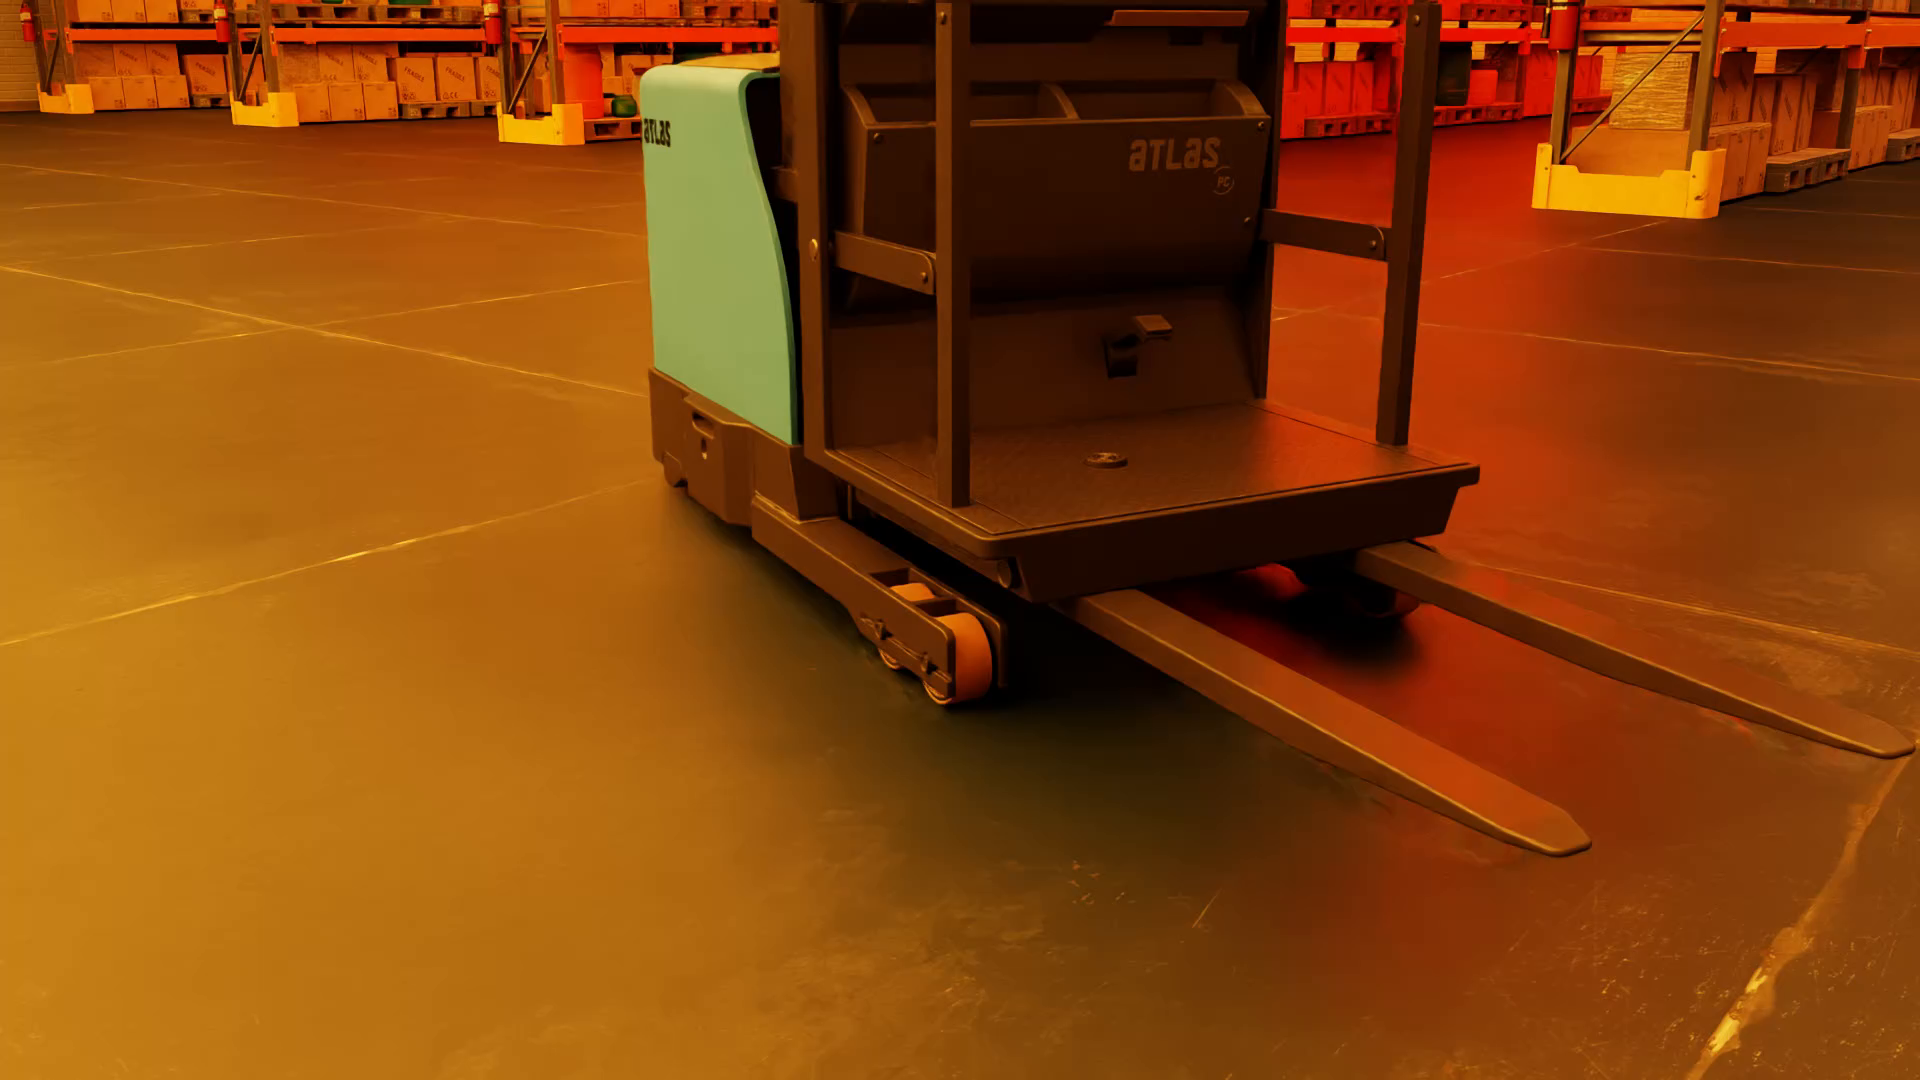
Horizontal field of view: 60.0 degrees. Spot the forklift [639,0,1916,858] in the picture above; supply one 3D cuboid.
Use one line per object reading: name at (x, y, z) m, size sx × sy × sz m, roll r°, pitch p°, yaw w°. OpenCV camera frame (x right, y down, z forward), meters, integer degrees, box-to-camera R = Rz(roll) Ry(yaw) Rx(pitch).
forklift at (0.305, -1.254, 3.028) m, size 1.130 × 2.935 × 3.031 m, roll -9°, pitch 19°, yaw -26°
